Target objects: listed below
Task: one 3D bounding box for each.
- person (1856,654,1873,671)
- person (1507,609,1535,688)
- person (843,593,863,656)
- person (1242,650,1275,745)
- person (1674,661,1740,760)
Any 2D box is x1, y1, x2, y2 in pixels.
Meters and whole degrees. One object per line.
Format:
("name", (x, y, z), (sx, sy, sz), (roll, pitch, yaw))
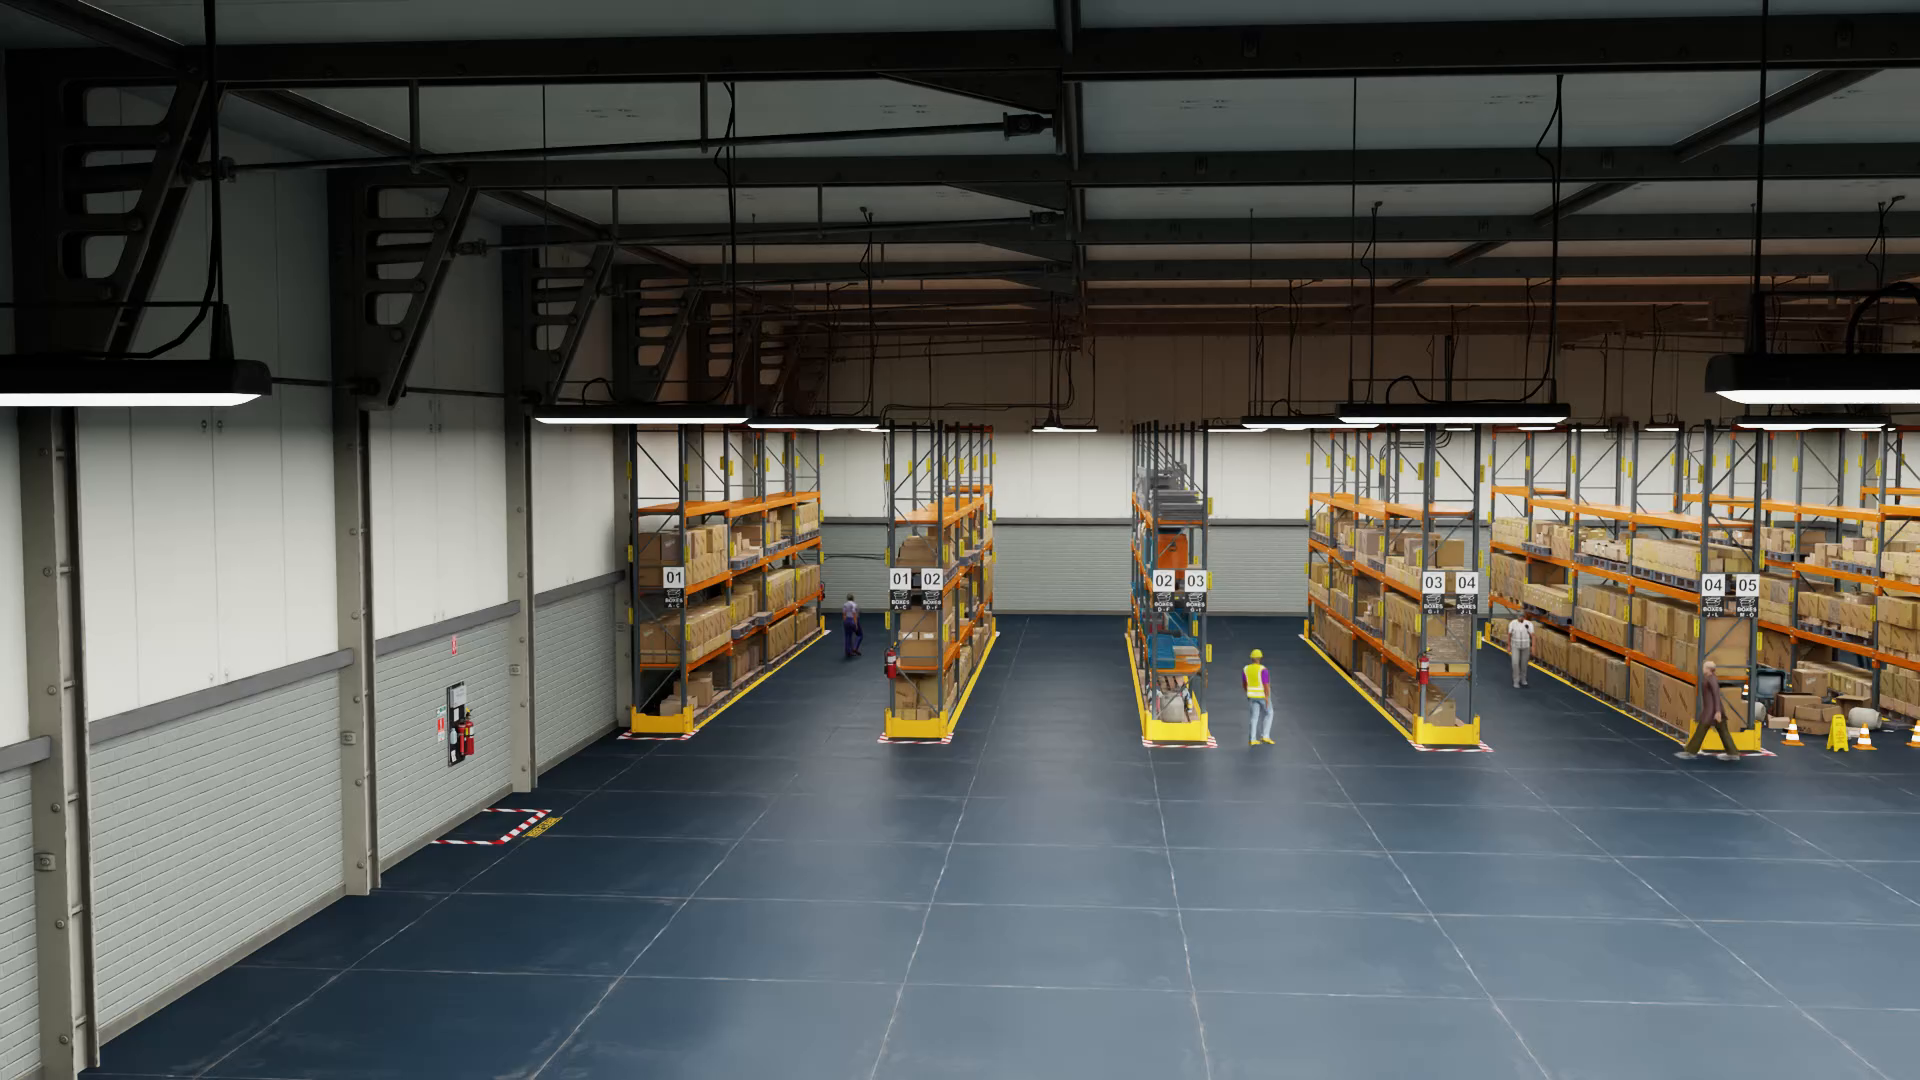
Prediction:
("person", (21.204, 2.465, 38.972), (0.462, 1.596, 0.480), (0, 4, 3))
("person", (12.785, 2.464, 37.881), (0.602, 1.785, 0.639), (1, 4, 16))
("person", (-2.797, 2.191, 42.910), (0.531, 1.612, 0.490), (2, 4, 23))
("person", (5.505, 2.903, 30.711), (0.607, 1.783, 0.526), (3, 5, 42))
("person", (13.157, 2.983, 29.208), (1.042, 1.720, 0.626), (2, 4, 32))
